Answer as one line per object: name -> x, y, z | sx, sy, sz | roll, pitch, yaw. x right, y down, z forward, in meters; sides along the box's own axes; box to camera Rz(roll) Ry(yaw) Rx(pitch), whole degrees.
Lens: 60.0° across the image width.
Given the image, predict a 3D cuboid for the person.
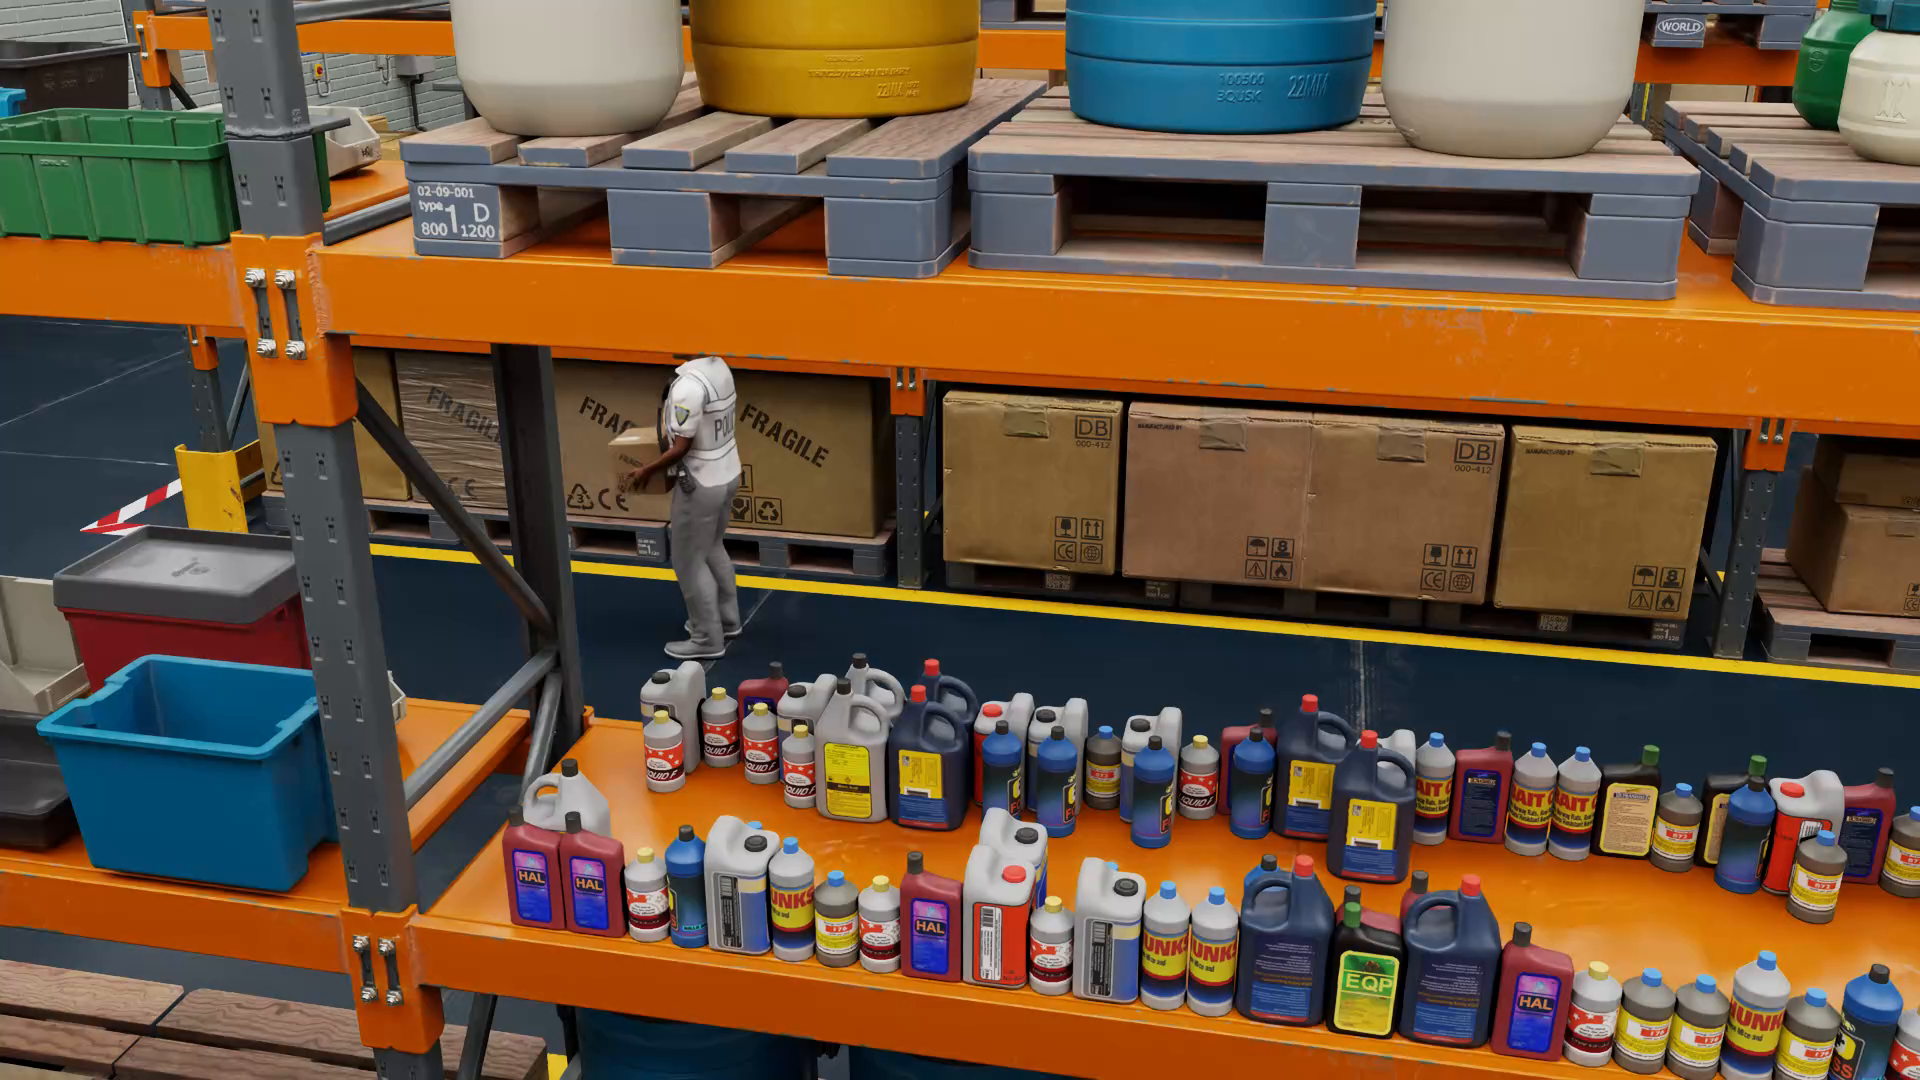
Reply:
person -> -1.225, -0.259, 7.733 | 0.394, 1.663, 0.532 | 3, 22, 8
